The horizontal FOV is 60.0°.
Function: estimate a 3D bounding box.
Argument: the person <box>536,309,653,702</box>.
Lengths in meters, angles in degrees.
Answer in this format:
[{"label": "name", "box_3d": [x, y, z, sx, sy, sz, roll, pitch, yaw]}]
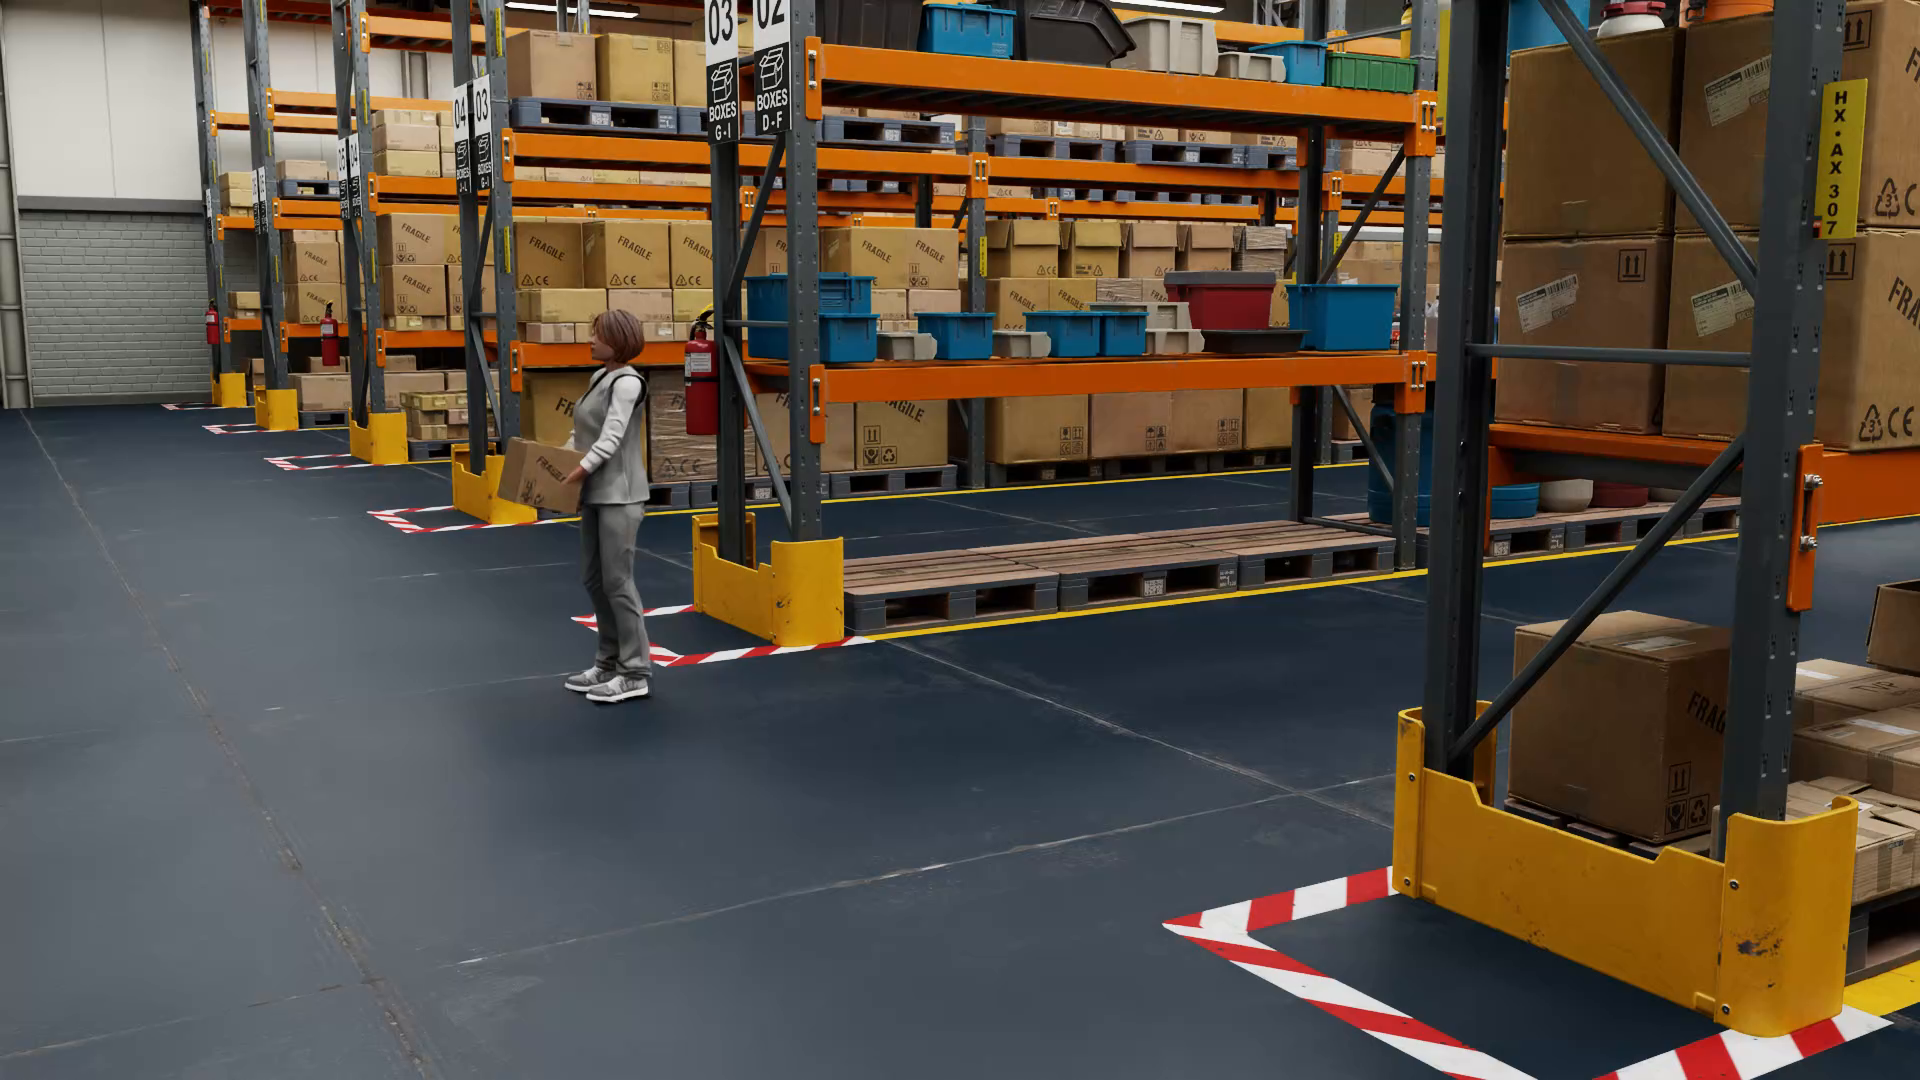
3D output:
[{"label": "person", "box_3d": [-1.508, -0.140, 6.804, 0.481, 1.598, 0.412, -4, 9, -27]}]
